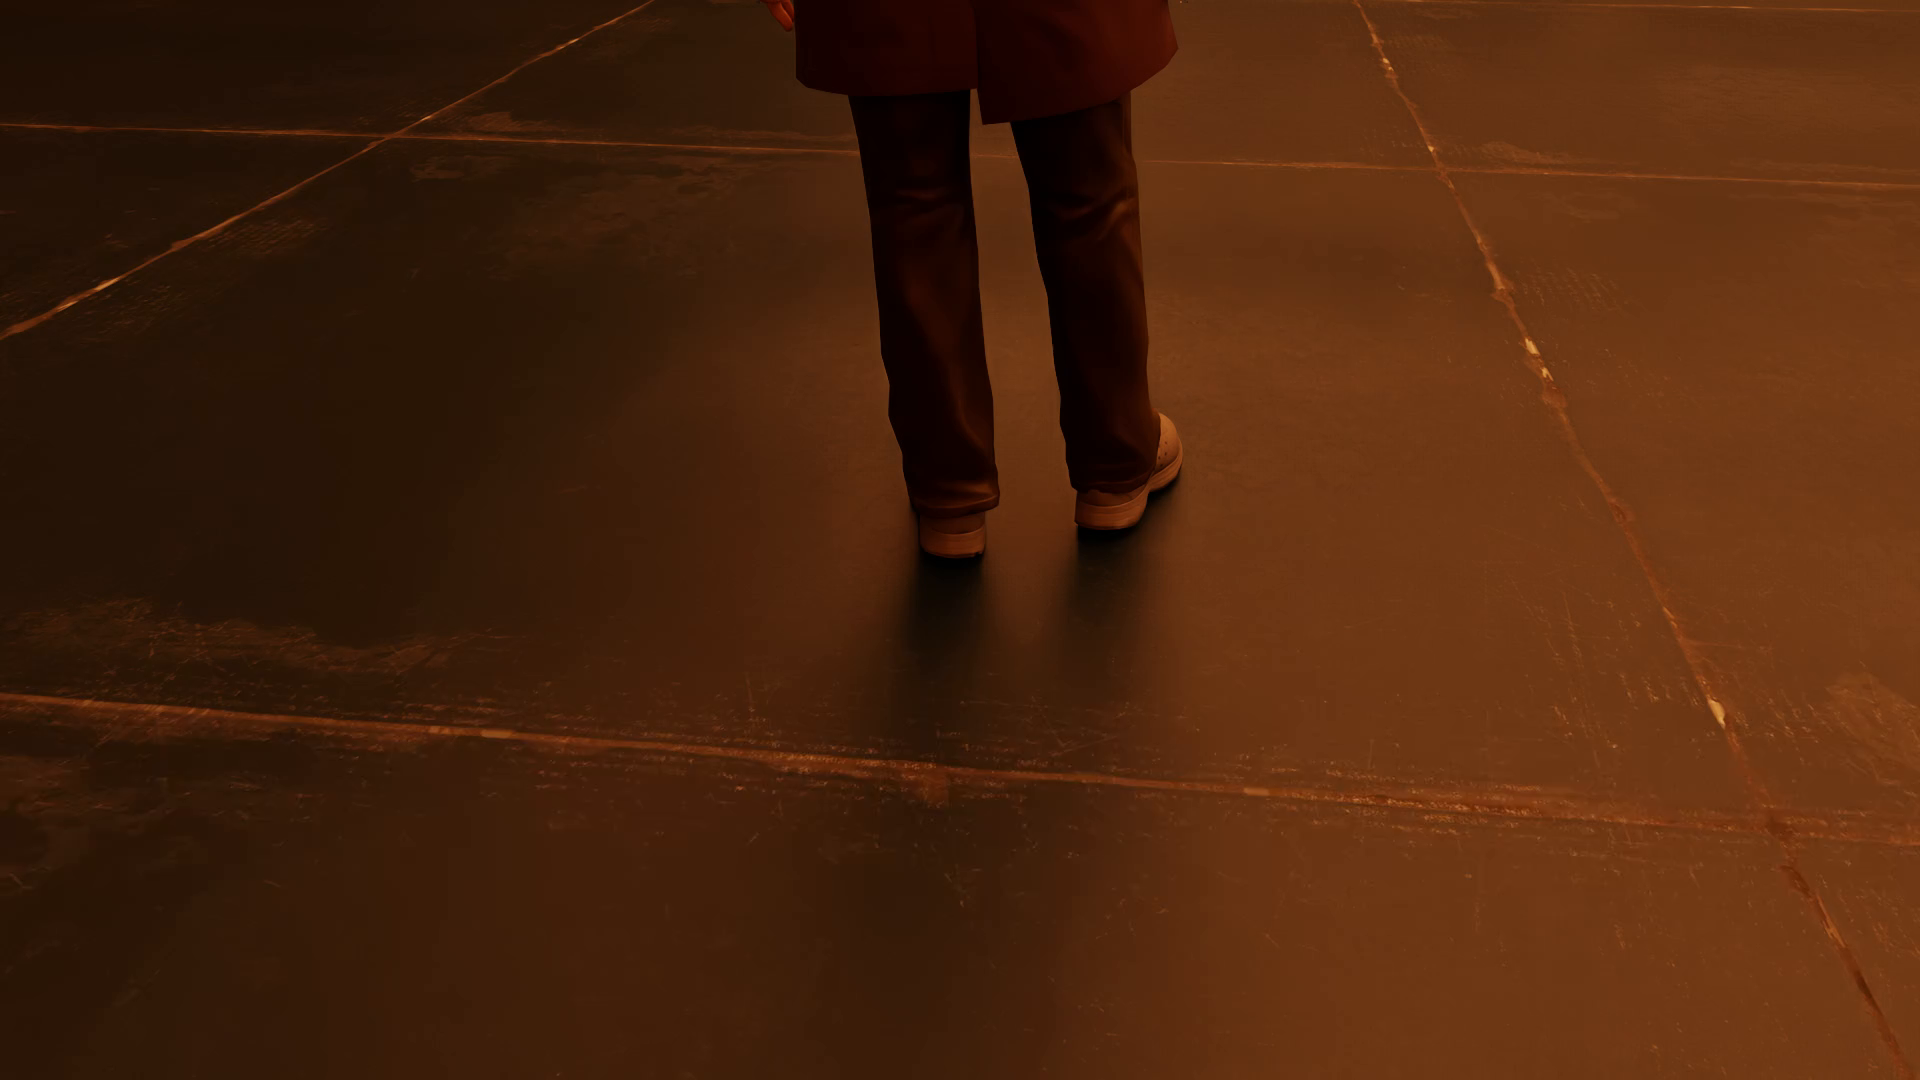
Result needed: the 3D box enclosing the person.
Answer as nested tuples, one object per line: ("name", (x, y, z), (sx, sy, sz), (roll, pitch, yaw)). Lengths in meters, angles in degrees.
("person", (0.017, -0.842, 2.180), (0.696, 1.776, 0.582), (3, 27, 7))
